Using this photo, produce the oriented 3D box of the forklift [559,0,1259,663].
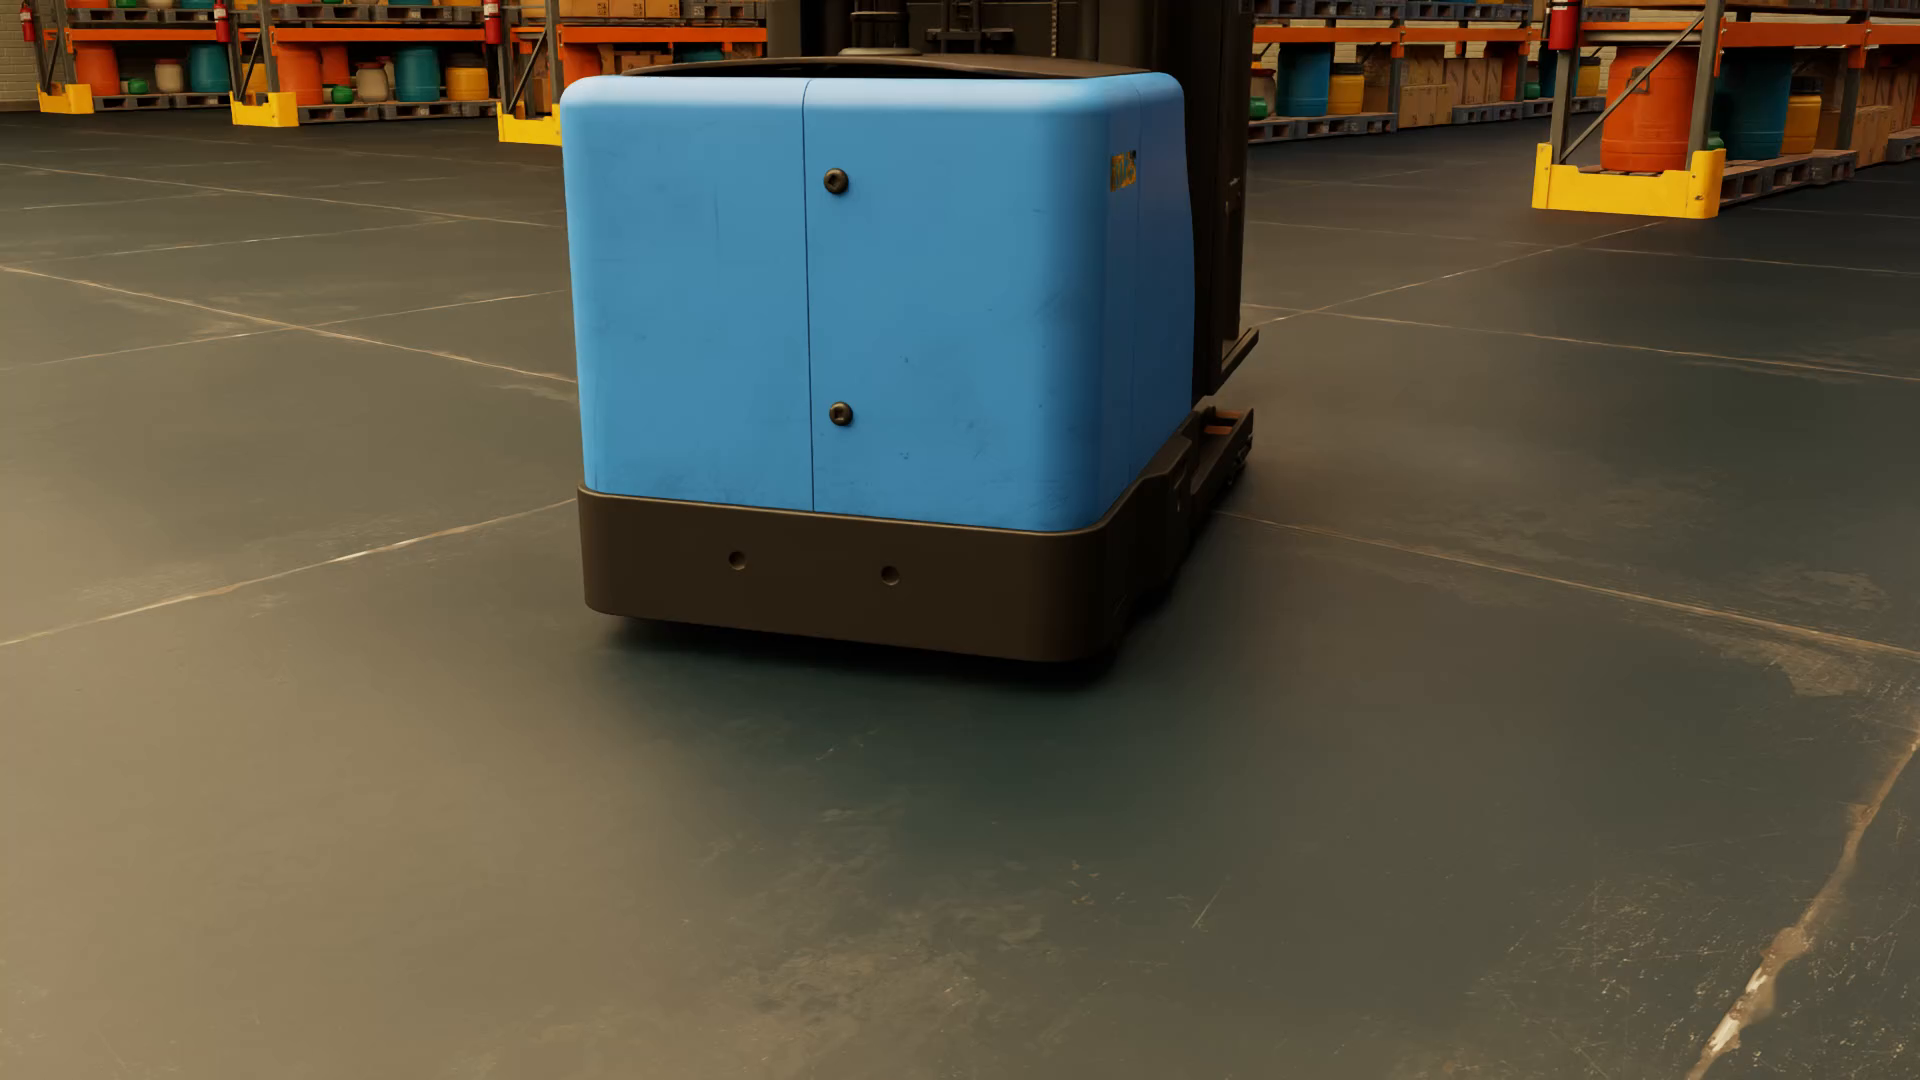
[{"bbox_3d":[0.182,-1.571,4.072,1.130,2.935,3.031,5,18,17],"label":"forklift"}]
